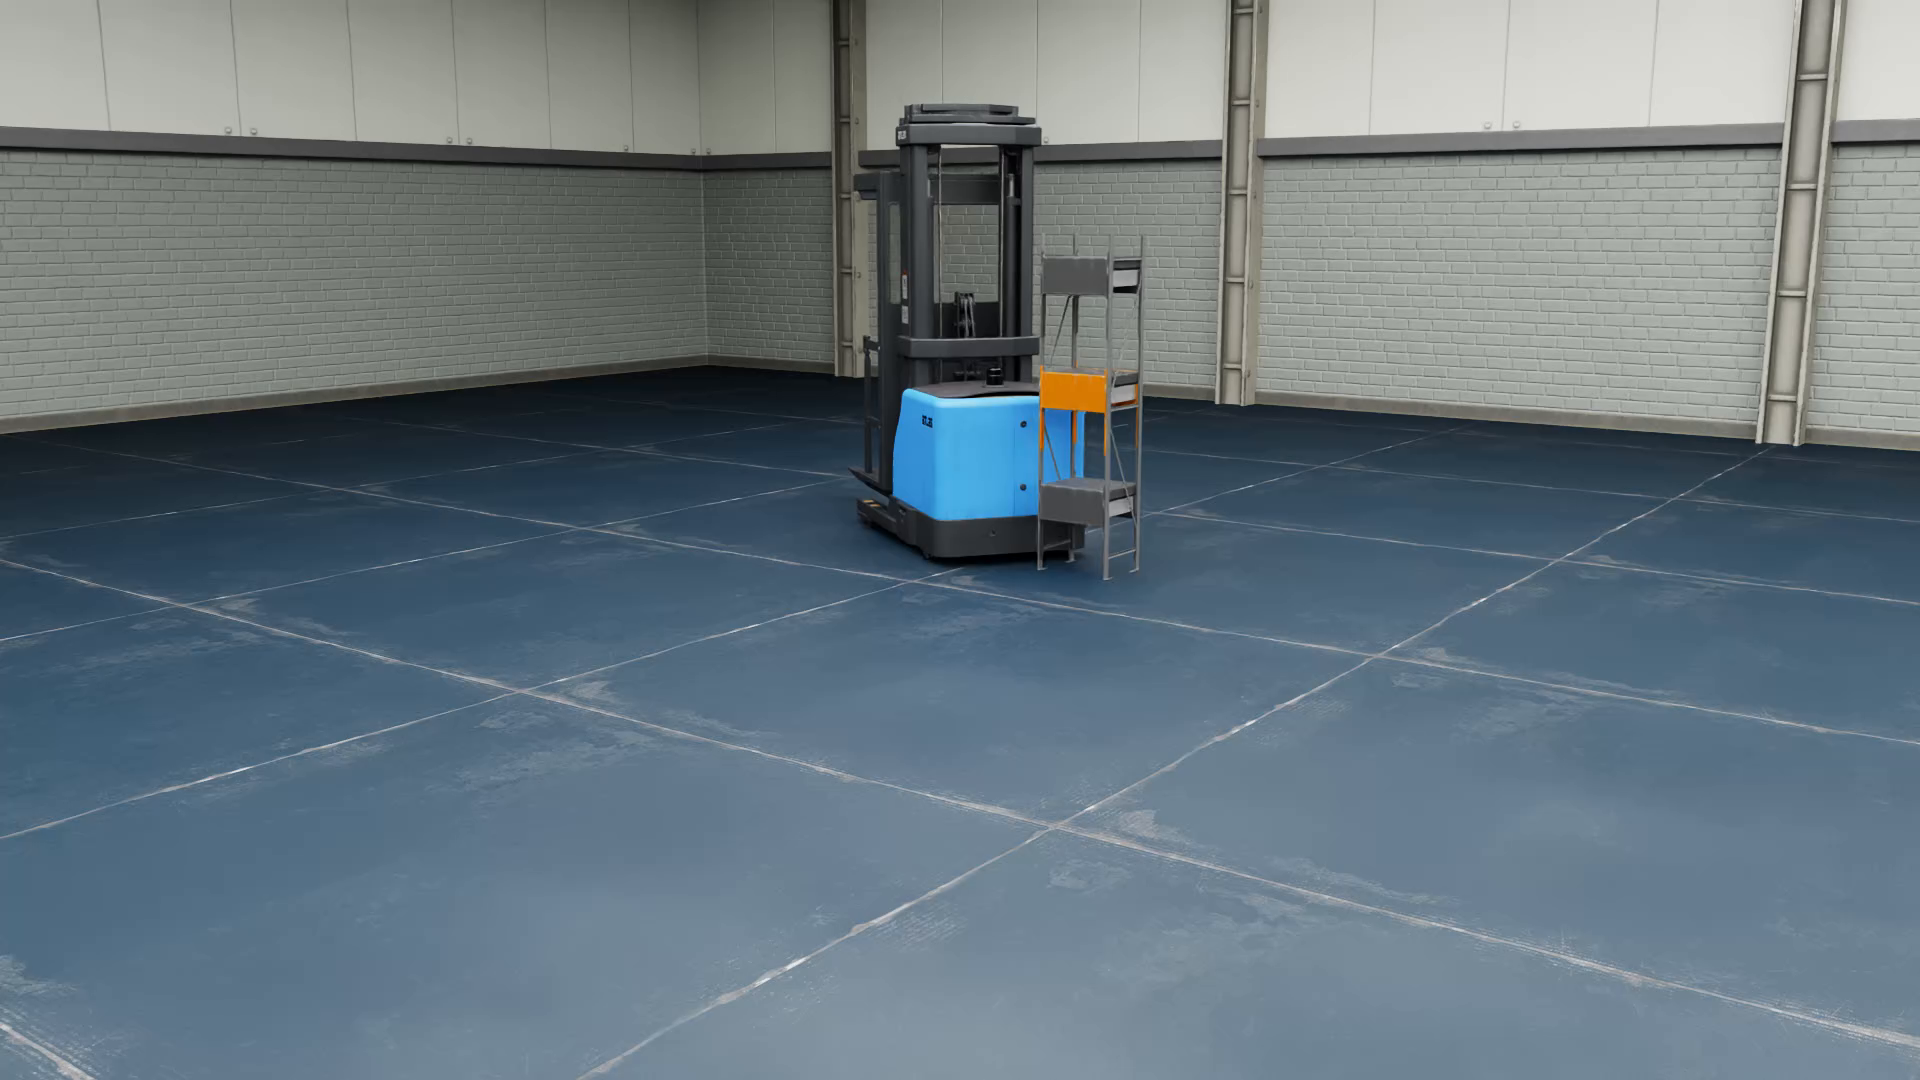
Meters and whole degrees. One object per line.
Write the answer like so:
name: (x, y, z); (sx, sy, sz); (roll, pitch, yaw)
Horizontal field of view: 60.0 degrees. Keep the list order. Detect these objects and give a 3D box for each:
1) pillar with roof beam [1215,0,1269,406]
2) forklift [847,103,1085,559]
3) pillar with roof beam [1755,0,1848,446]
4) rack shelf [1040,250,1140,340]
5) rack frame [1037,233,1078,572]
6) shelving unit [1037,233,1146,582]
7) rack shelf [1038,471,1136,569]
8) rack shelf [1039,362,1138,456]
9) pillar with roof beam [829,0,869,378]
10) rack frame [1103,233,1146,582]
pillar with roof beam: (0.764, -5.400, 15.750); (0.400, 9.000, 9.100); (8, 13, 36)
forklift: (-0.117, -1.556, 11.856); (1.130, 2.935, 3.031); (-4, 11, -18)
pillar with roof beam: (5.600, -4.725, 12.263); (0.400, 9.000, 9.100); (8, 13, 36)
rack shelf: (0.809, -1.507, 10.179); (0.480, 0.518, 0.431); (8, 14, 36)
rack frame: (0.614, -0.861, 10.453); (0.015, 2.100, 0.400); (8, 14, 36)
shelving unit: (0.809, -0.833, 10.309); (0.503, 2.100, 0.431); (8, 14, 36)
rack shelf: (0.809, -0.133, 10.445); (0.480, 0.518, 0.431); (8, 14, 36)
rack shelf: (0.809, -0.820, 10.312); (0.480, 0.518, 0.431); (8, 14, 36)
pillar with roof beam: (-4.072, -6.074, 19.237); (0.400, 9.000, 9.100); (8, 13, 36)
rack frame: (1.004, -0.806, 10.166); (0.015, 2.100, 0.400); (8, 14, 36)
